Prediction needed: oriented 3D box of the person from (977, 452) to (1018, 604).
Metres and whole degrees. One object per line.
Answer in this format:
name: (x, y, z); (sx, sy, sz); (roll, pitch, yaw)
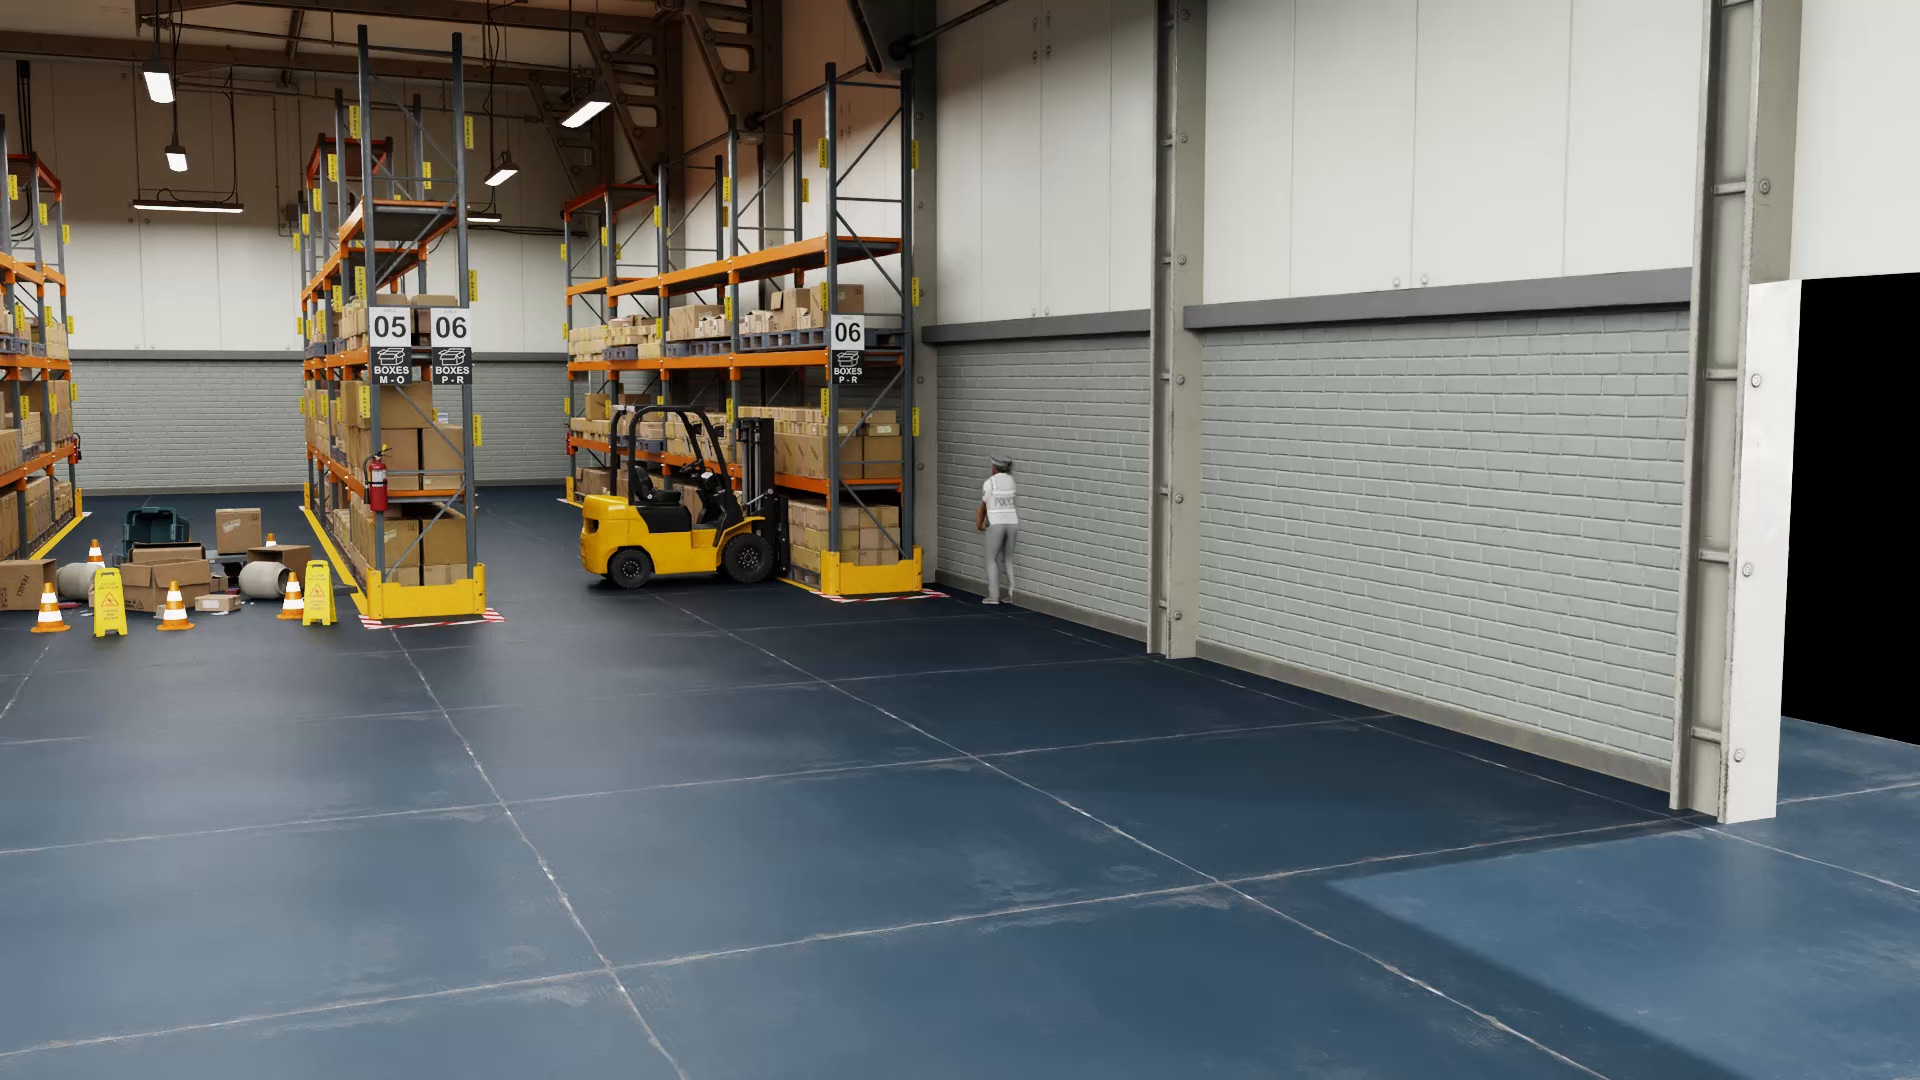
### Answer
person: (0.419, -0.134, 18.339); (0.416, 1.683, 0.531); (-3, 6, -25)
